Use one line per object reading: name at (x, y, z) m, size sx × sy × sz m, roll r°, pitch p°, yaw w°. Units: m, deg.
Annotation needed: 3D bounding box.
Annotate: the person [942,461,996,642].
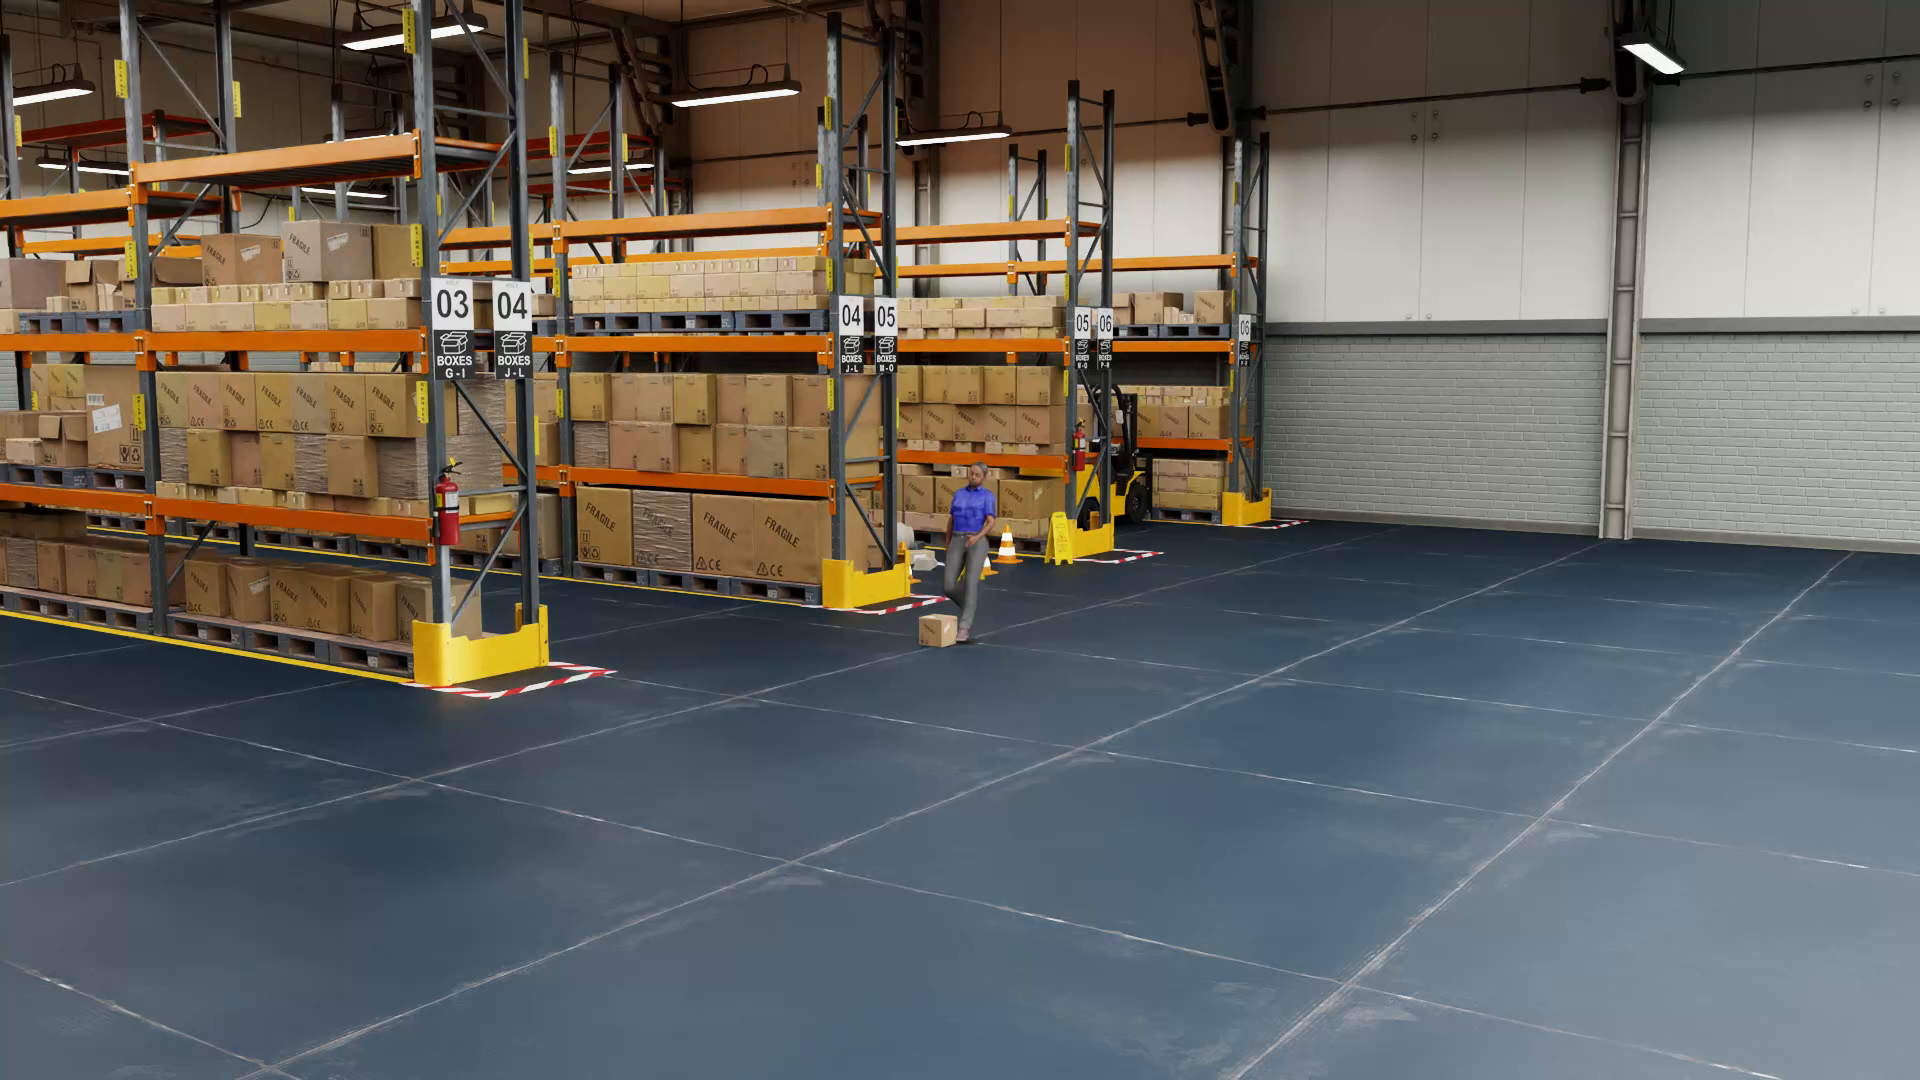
person at (0.053, 0.087, 15.309) m, size 0.525 × 1.609 × 0.743 m, roll 3°, pitch 7°, yaw 23°
